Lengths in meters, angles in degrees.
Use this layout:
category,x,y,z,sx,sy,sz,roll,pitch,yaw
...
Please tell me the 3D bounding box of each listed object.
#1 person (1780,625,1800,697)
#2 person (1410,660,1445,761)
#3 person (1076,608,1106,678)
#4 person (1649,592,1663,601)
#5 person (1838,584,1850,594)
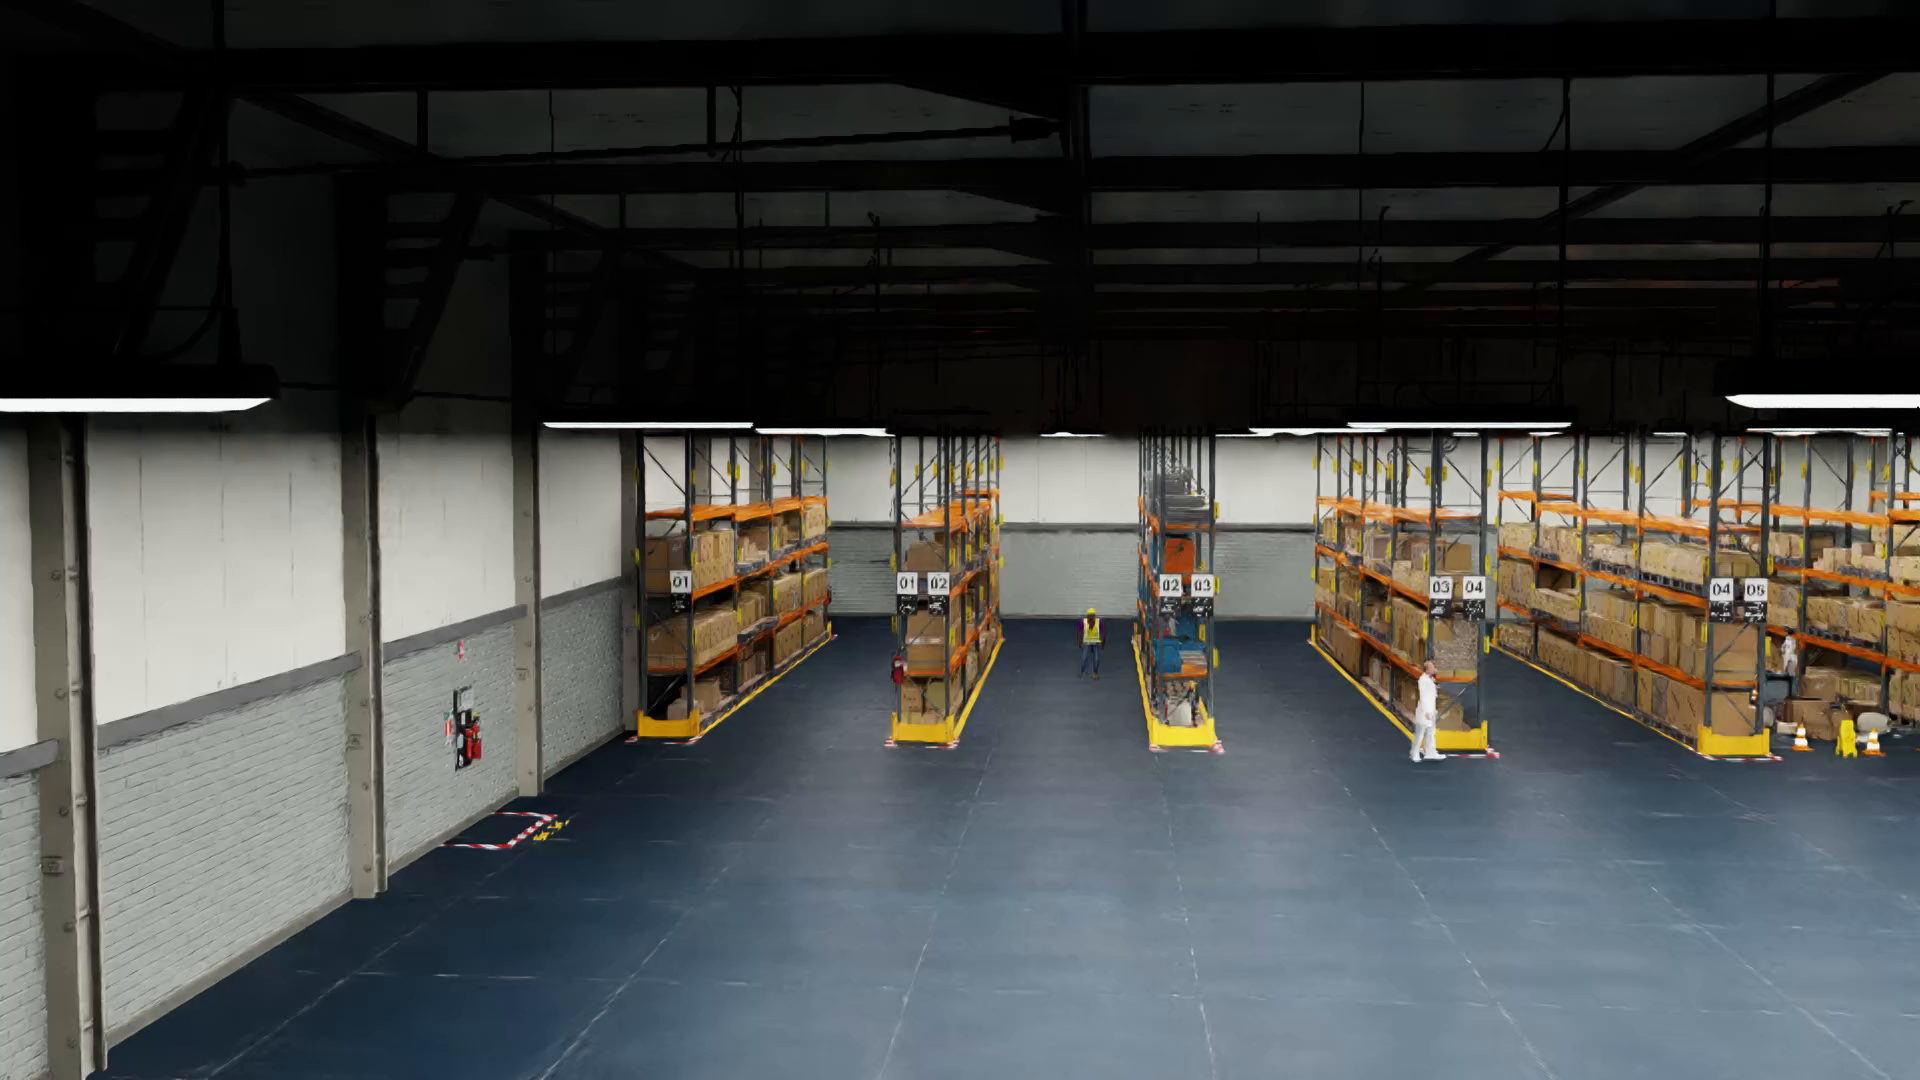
category,x,y,z,sx,sy,sz,roll,pitch,yaw
person,17.972,2.679,36.101,0.550,1.663,0.586,2,4,30
person,8.287,3.027,29.521,0.528,1.782,0.674,2,4,32
person,3.125,2.458,39.704,0.719,1.714,0.578,0,3,3
person,19.728,2.010,47.054,0.700,1.718,0.555,-1,4,-22
person,25.236,2.105,47.391,0.639,1.476,0.444,-1,4,-23
